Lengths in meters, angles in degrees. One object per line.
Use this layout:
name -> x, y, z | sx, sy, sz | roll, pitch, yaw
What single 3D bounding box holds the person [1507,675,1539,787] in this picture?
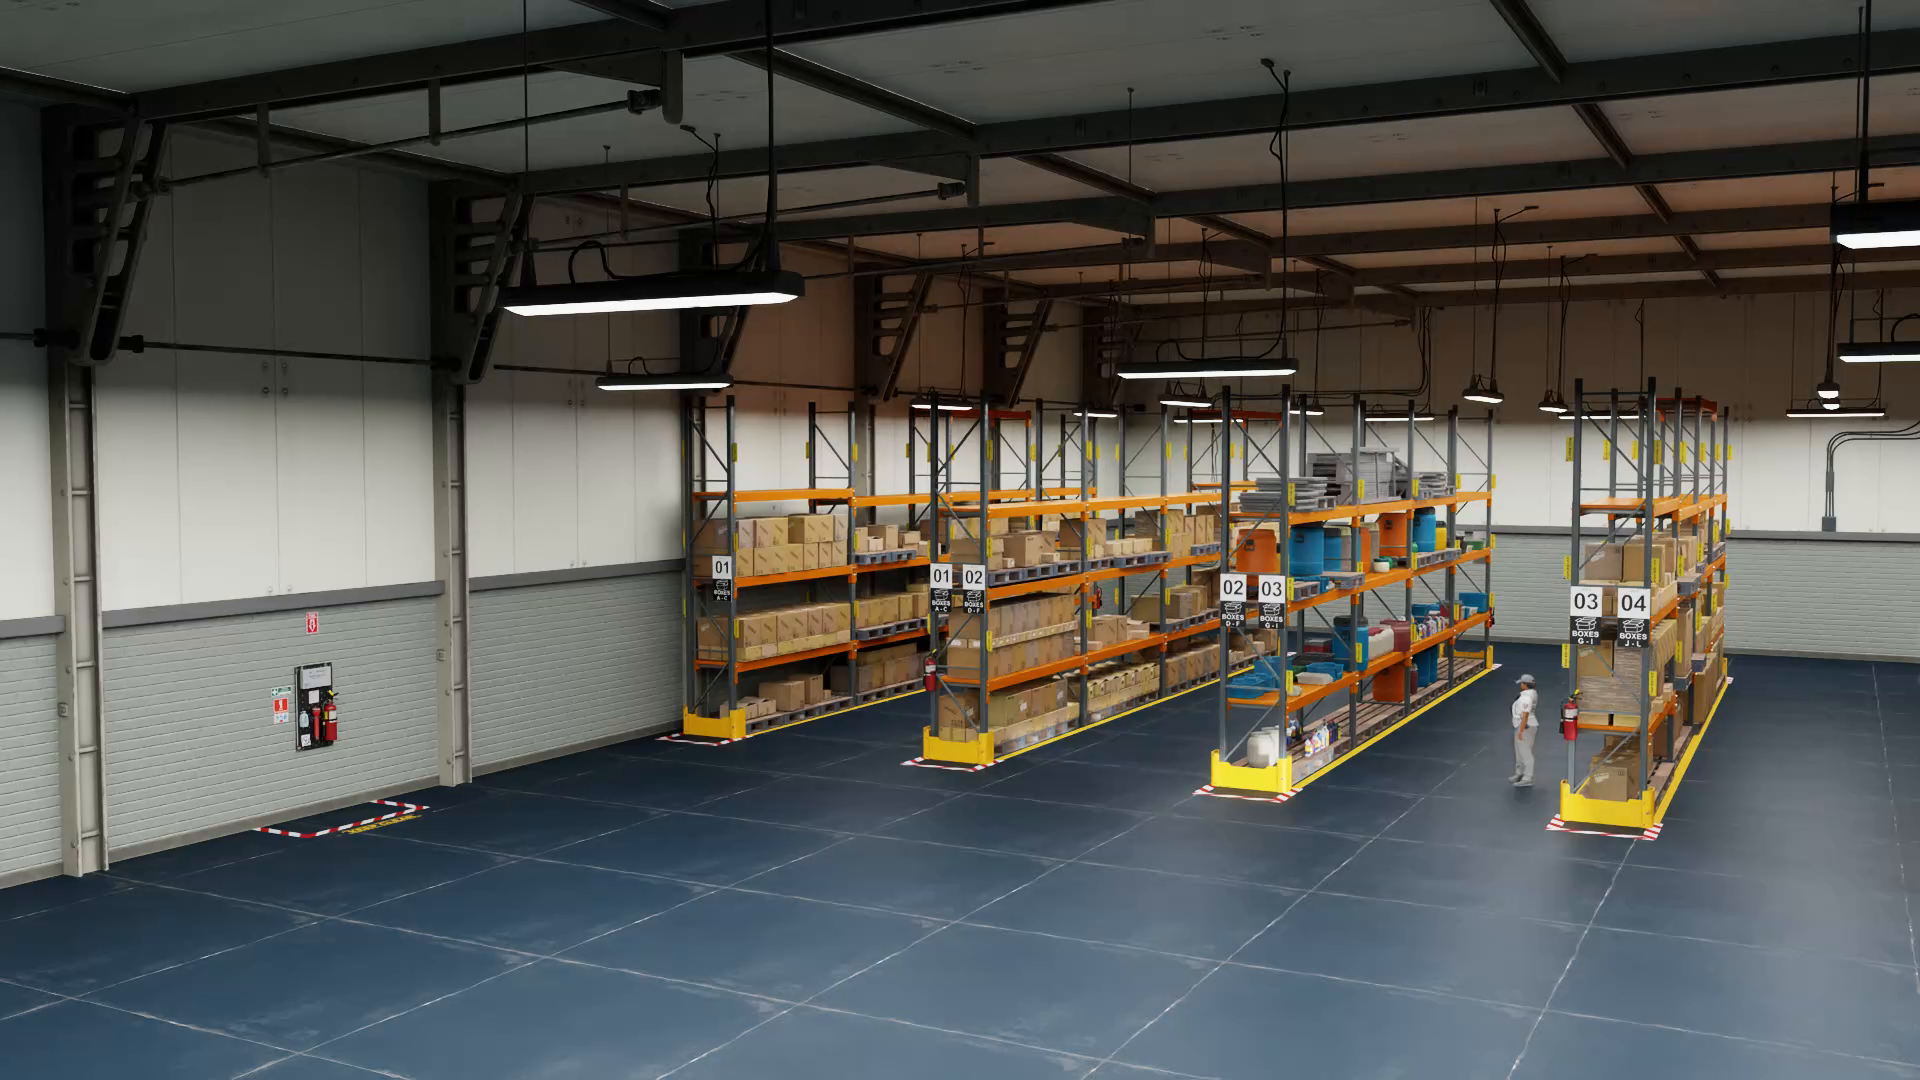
person -> 8.506, 2.853, 25.085 | 0.428, 1.664, 0.537 | 1, 3, 13
